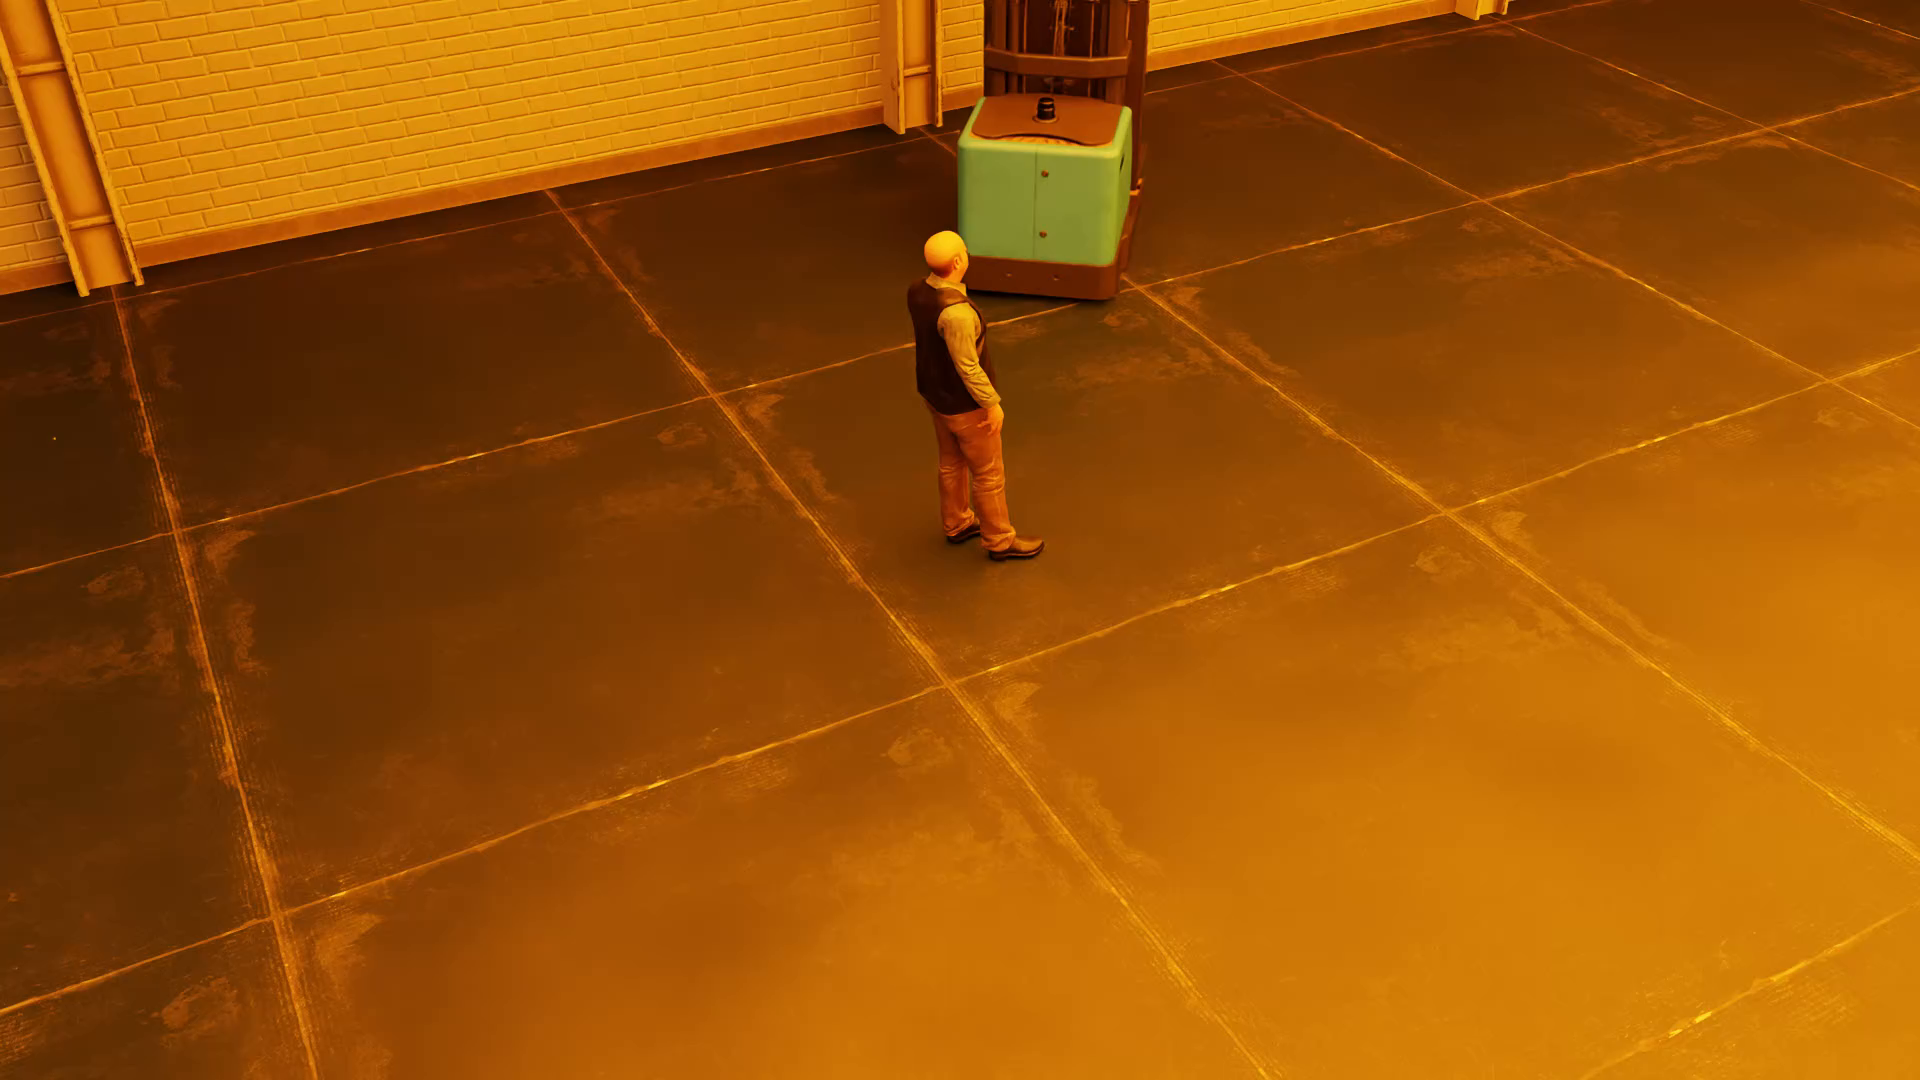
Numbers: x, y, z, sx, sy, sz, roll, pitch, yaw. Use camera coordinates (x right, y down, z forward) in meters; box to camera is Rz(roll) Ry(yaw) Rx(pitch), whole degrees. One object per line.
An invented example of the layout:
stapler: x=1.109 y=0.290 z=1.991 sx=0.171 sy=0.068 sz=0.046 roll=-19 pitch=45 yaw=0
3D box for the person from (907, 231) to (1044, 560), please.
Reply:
person: x=0.059 y=-0.722 z=8.180 sx=0.566 sy=1.722 sz=0.633 roll=-17 pitch=39 yaw=-23

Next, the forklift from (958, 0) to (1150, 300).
forklift: x=0.746 y=-3.589 z=11.201 sx=1.130 sy=2.935 sz=3.031 roll=6 pitch=36 yaw=9
